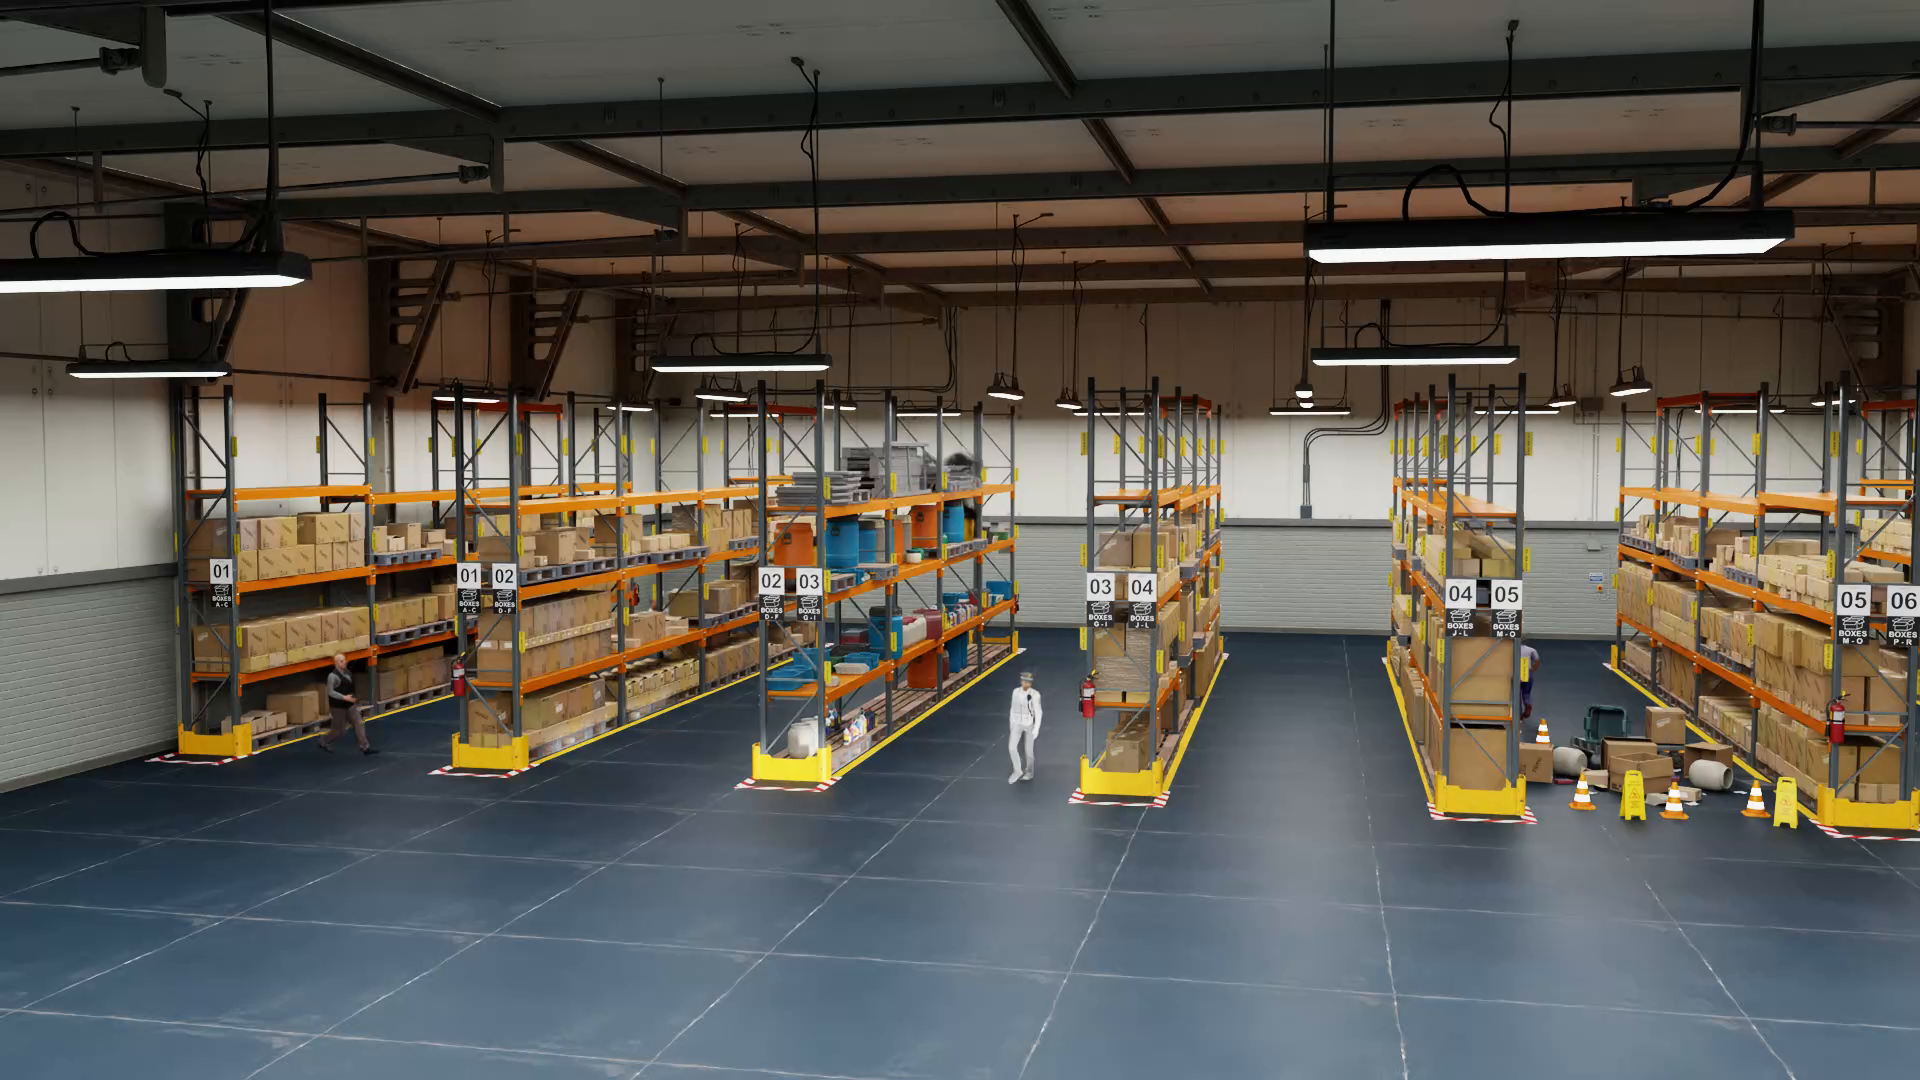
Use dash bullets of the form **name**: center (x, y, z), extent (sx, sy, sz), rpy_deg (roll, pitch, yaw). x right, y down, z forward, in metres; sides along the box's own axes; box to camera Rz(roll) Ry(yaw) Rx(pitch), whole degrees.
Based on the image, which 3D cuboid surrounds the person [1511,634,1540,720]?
- **person**: center (10.295, 2.521, 30.411), extent (0.606, 1.572, 0.593), rpy_deg (1, 3, 10)

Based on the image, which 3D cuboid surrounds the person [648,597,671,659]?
- **person**: center (-6.634, 2.096, 36.532), extent (0.709, 1.741, 0.582), rpy_deg (1, 3, 9)

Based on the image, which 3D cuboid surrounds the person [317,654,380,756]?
- **person**: center (-9.842, 2.645, 26.534), extent (1.023, 1.666, 0.699), rpy_deg (1, 3, 14)

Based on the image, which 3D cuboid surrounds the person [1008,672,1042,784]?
- **person**: center (0.967, 2.793, 24.808), extent (0.556, 1.677, 0.543), rpy_deg (1, 3, 20)
